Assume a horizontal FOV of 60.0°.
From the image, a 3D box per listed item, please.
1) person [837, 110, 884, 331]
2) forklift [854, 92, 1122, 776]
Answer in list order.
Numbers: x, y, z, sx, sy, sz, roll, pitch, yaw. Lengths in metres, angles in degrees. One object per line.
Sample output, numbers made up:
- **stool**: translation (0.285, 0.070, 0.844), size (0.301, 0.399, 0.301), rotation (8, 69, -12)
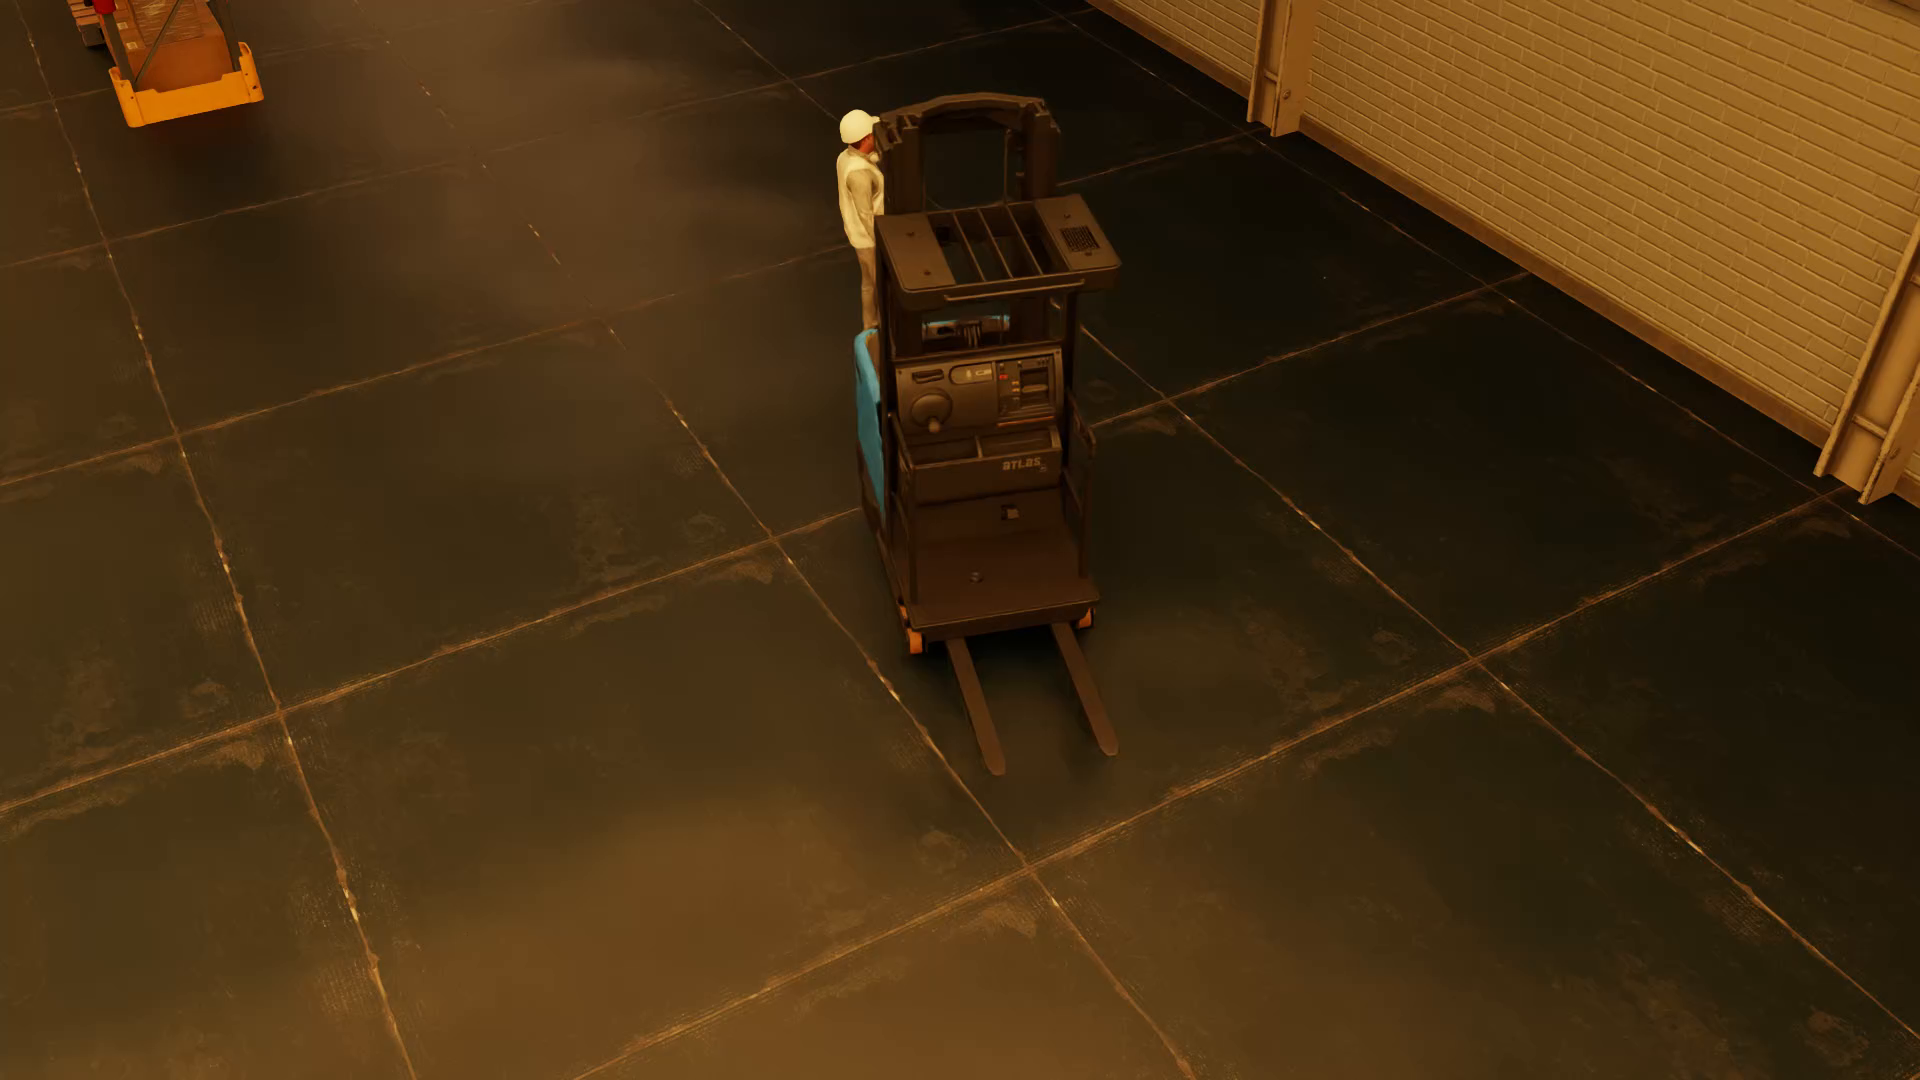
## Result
- **person**: translation (-0.542, -2.135, 11.506), size (0.570, 1.771, 0.630), rotation (-10, 41, -12)
- **forklift**: translation (0.161, -0.738, 8.925), size (1.130, 2.935, 3.031), rotation (-8, 40, -10)
